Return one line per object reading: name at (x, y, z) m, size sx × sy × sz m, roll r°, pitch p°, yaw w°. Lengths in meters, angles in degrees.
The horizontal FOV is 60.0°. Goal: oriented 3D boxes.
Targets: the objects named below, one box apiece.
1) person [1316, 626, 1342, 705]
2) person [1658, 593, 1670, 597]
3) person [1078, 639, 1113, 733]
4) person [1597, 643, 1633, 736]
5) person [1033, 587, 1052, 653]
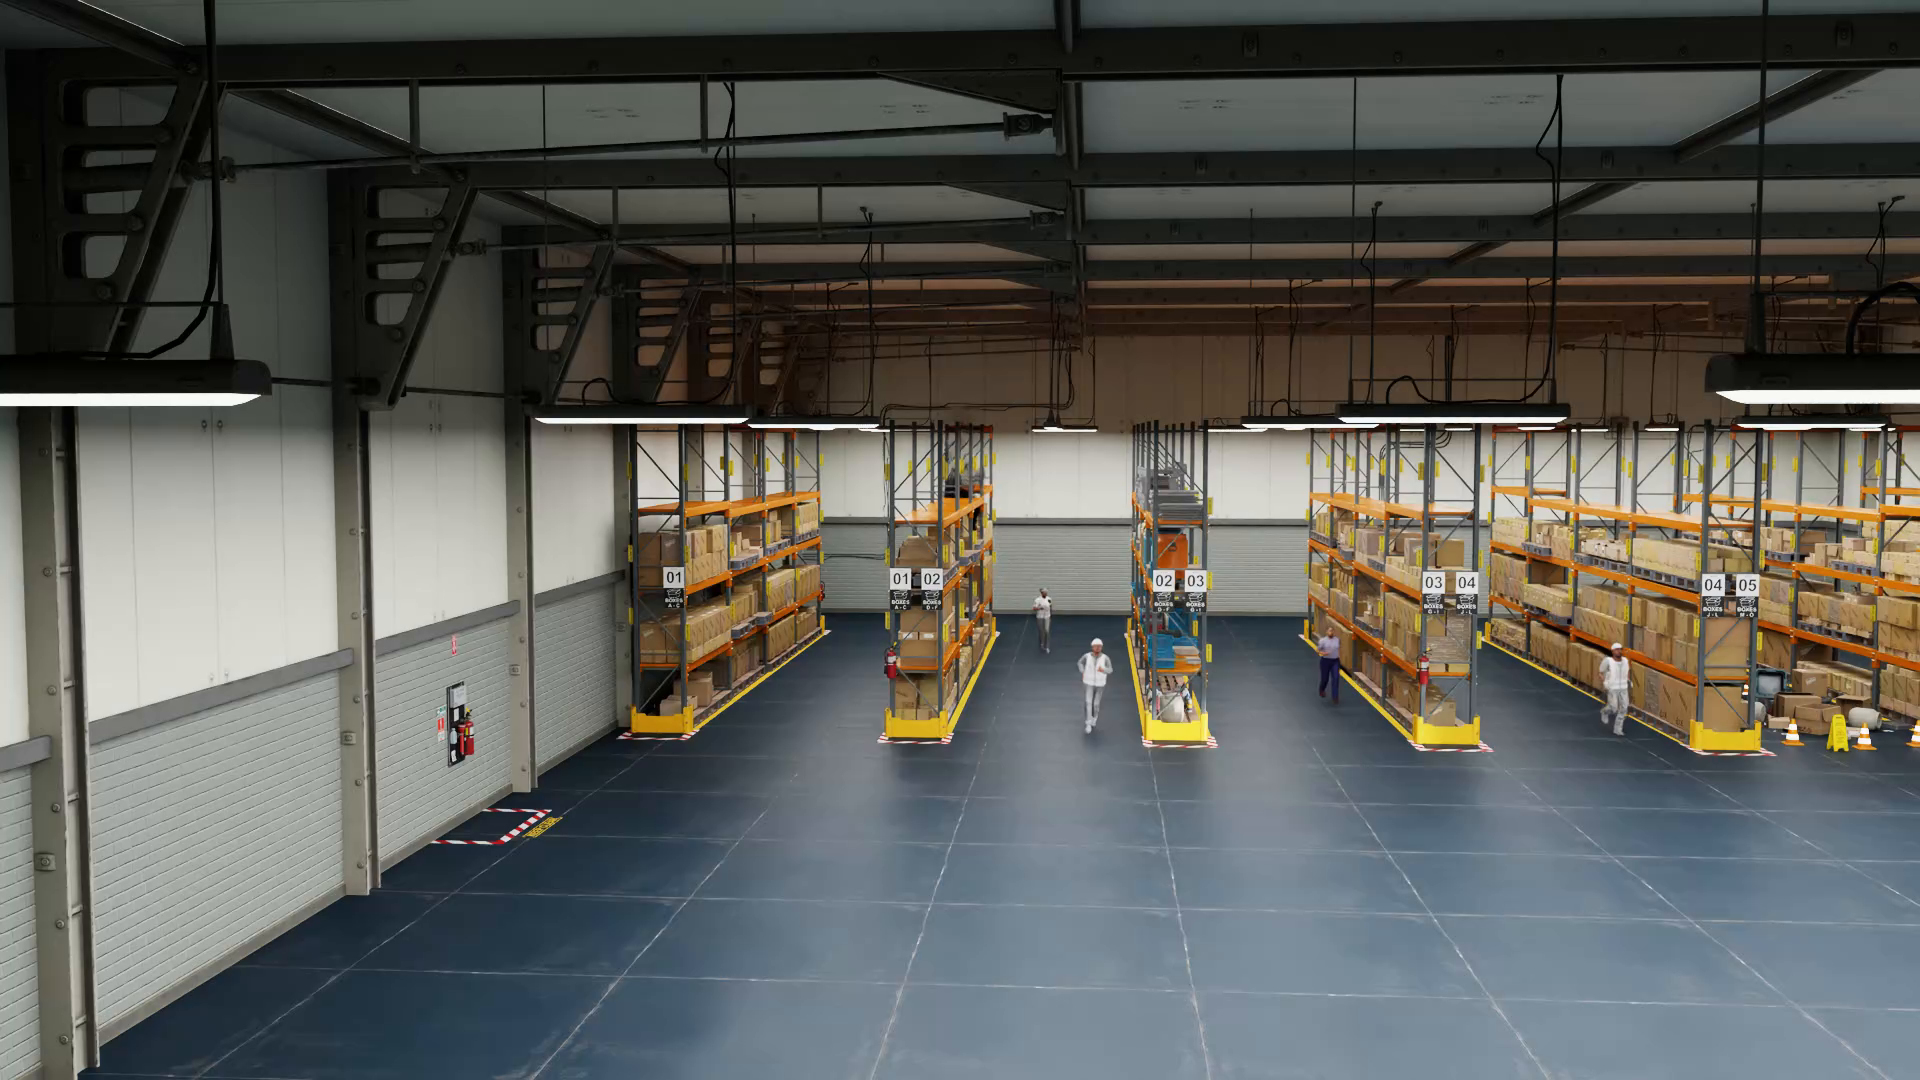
person at (7.875, 2.634, 35.379) m, size 0.610 × 1.622 × 0.958 m, roll 0°, pitch 4°, yaw -2°
person at (20.206, 1.908, 47.211) m, size 0.716 × 1.777 × 0.713 m, roll 1°, pitch 4°, yaw 9°
person at (2.607, 2.769, 31.965) m, size 0.651 × 1.751 × 0.972 m, roll 0°, pitch 4°, yaw 0°
person at (12.566, 2.839, 31.860) m, size 0.682 × 1.745 × 0.704 m, roll 0°, pitch 4°, yaw -4°
person at (2.187, 2.106, 44.013) m, size 0.549 × 1.762 × 0.767 m, roll 0°, pitch 4°, yaw -6°
